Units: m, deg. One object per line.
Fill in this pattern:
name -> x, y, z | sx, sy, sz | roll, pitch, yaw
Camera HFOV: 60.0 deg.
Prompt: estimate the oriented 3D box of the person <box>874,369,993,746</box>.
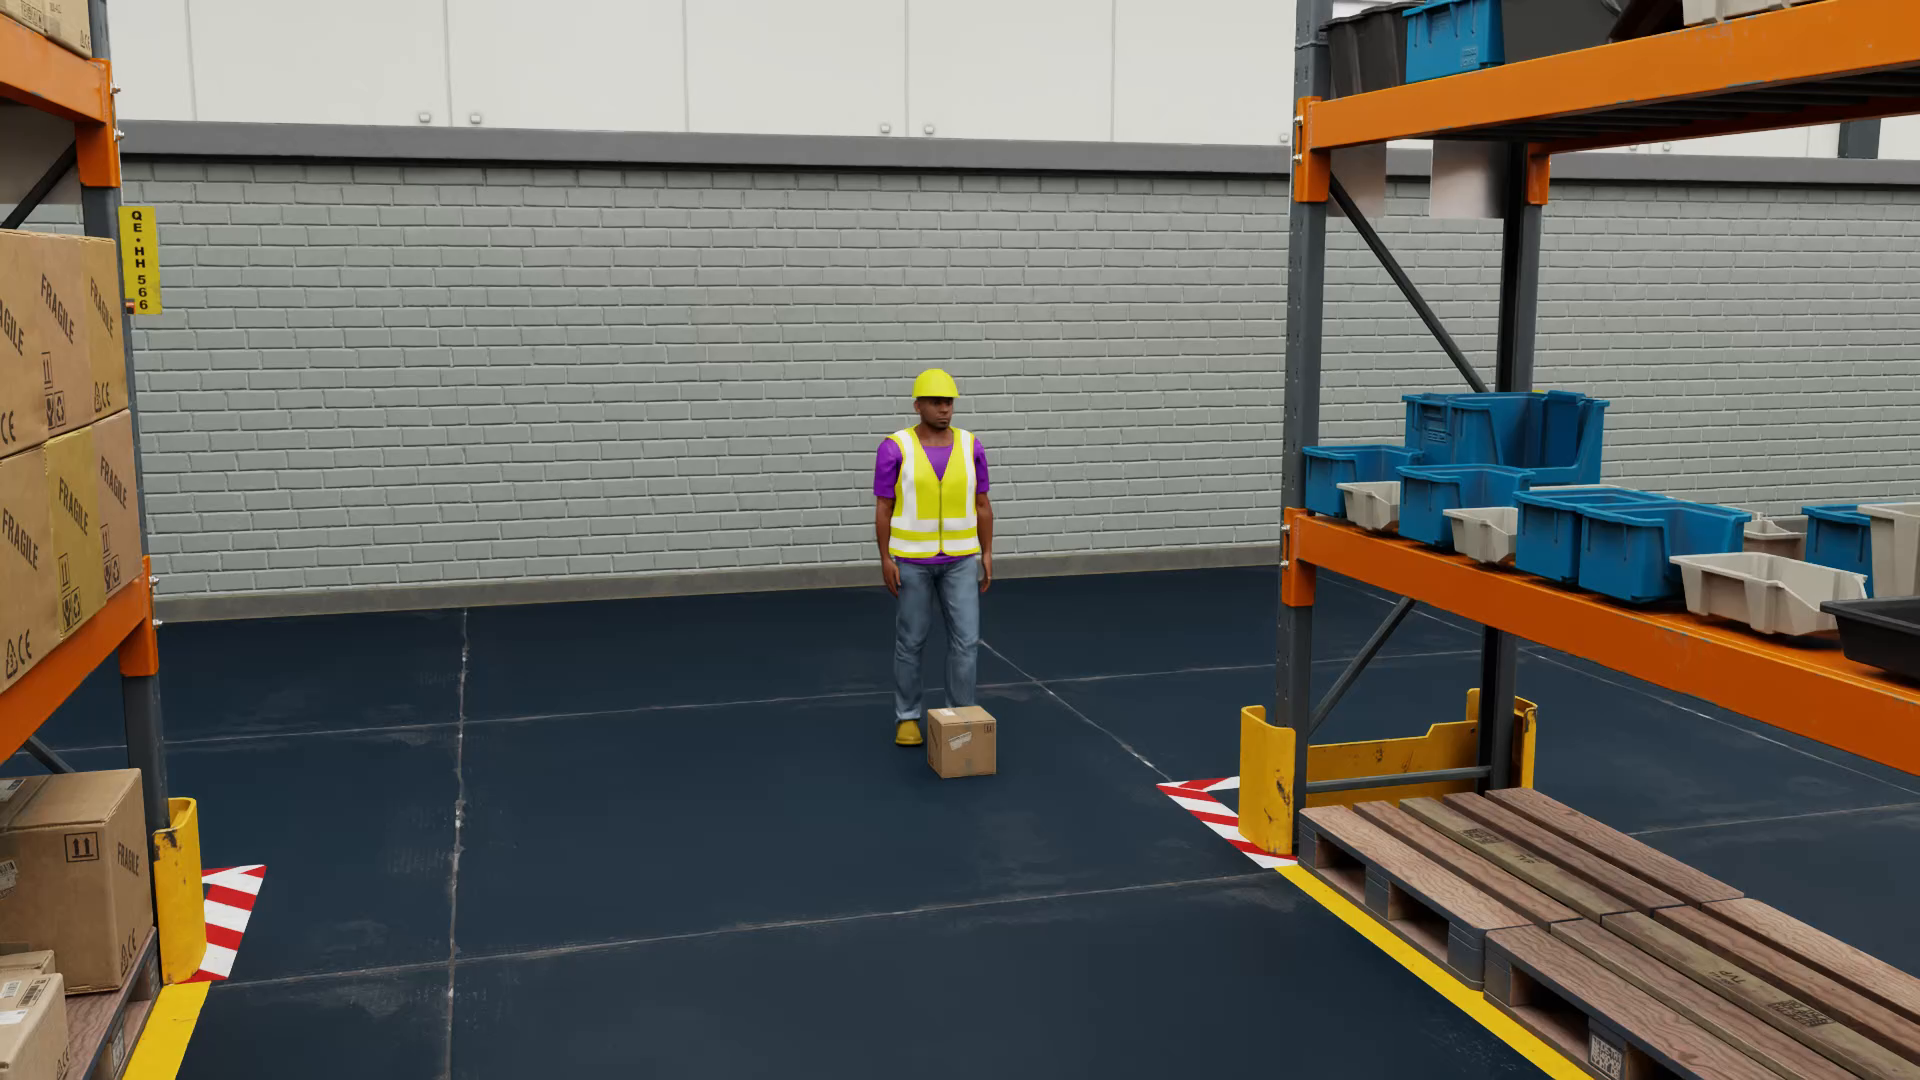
person -> -0.104, 0.090, 7.767 | 0.567, 1.765, 0.429 | -2, 10, -15
